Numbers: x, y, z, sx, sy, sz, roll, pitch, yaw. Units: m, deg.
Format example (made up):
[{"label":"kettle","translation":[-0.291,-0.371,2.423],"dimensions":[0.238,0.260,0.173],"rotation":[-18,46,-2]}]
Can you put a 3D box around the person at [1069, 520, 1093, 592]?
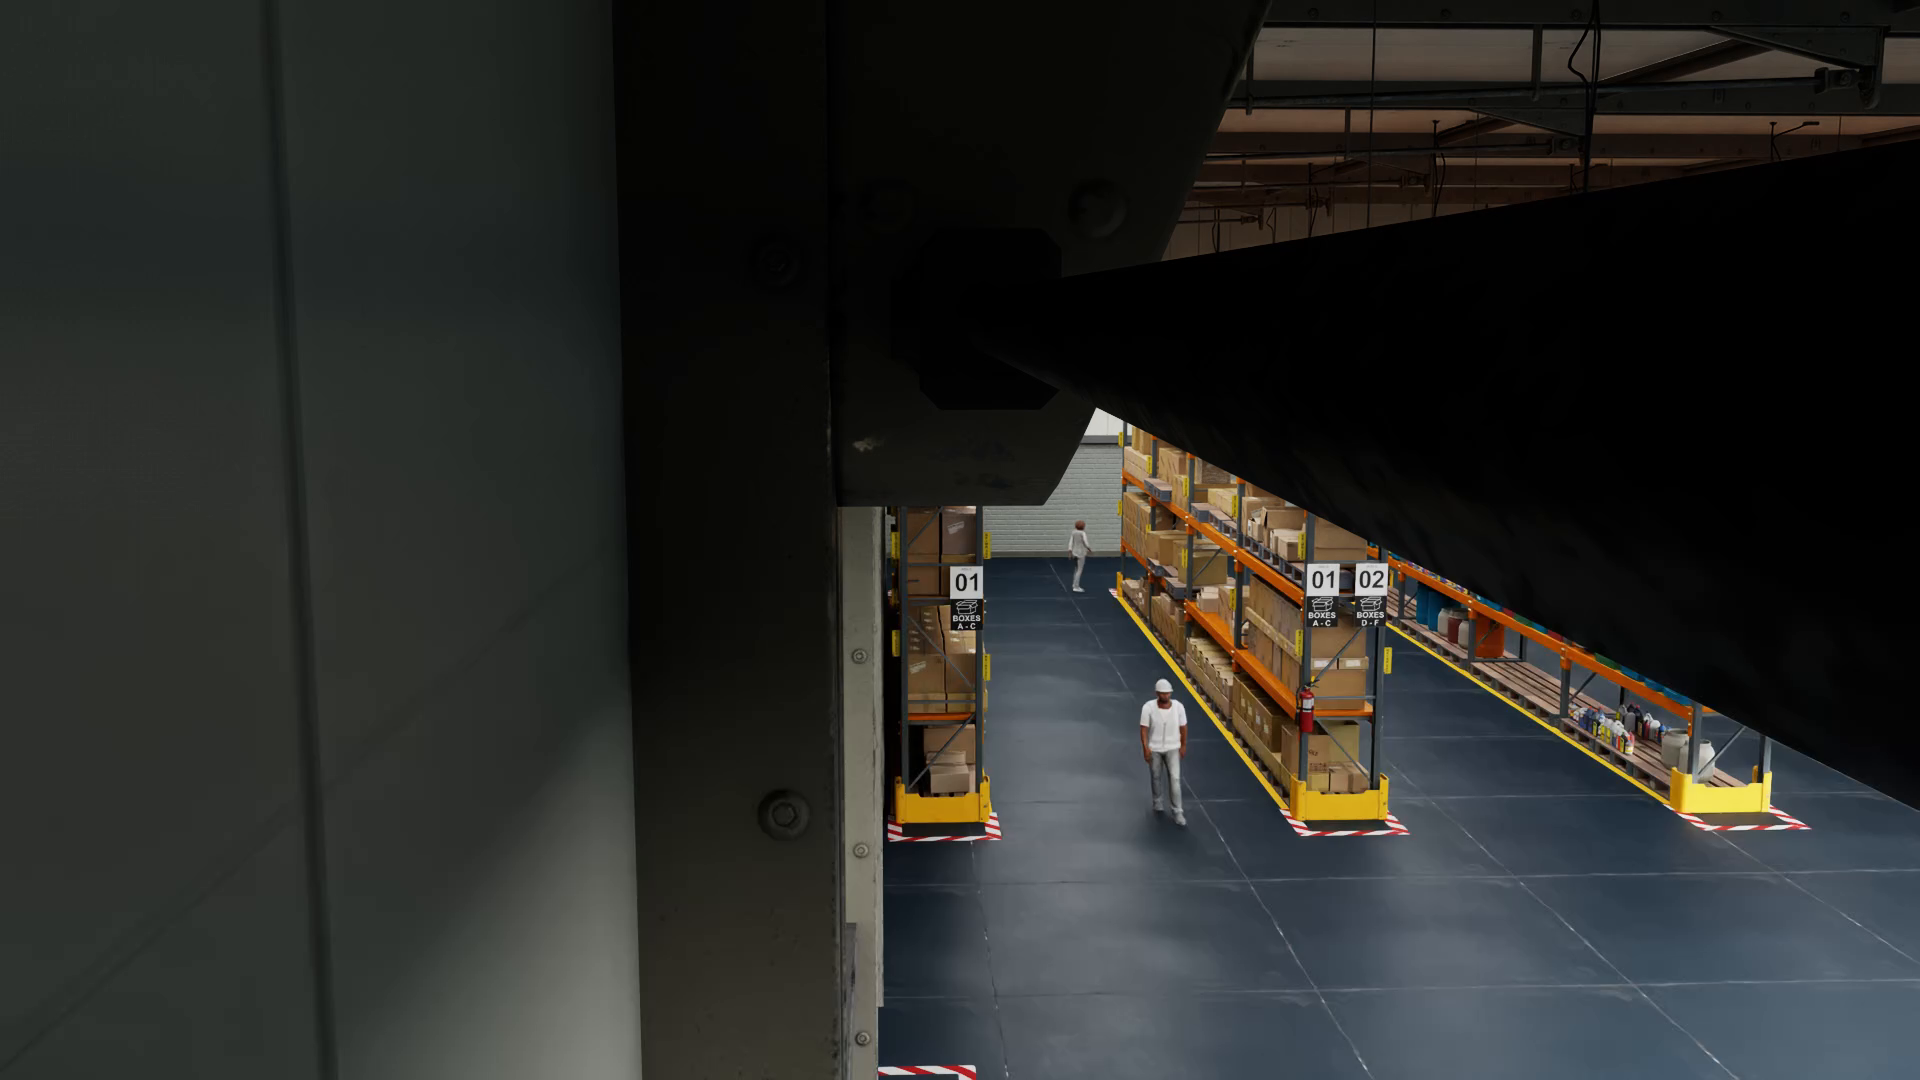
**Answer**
[{"label":"person","translation":[2.637,0.341,37.073],"dimensions":[0.511,1.570,0.644],"rotation":[8,11,44]}]

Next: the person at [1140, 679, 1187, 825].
[{"label":"person","translation":[2.512,2.577,20.510],"dimensions":[0.588,1.718,0.974],"rotation":[1,8,6]}]
